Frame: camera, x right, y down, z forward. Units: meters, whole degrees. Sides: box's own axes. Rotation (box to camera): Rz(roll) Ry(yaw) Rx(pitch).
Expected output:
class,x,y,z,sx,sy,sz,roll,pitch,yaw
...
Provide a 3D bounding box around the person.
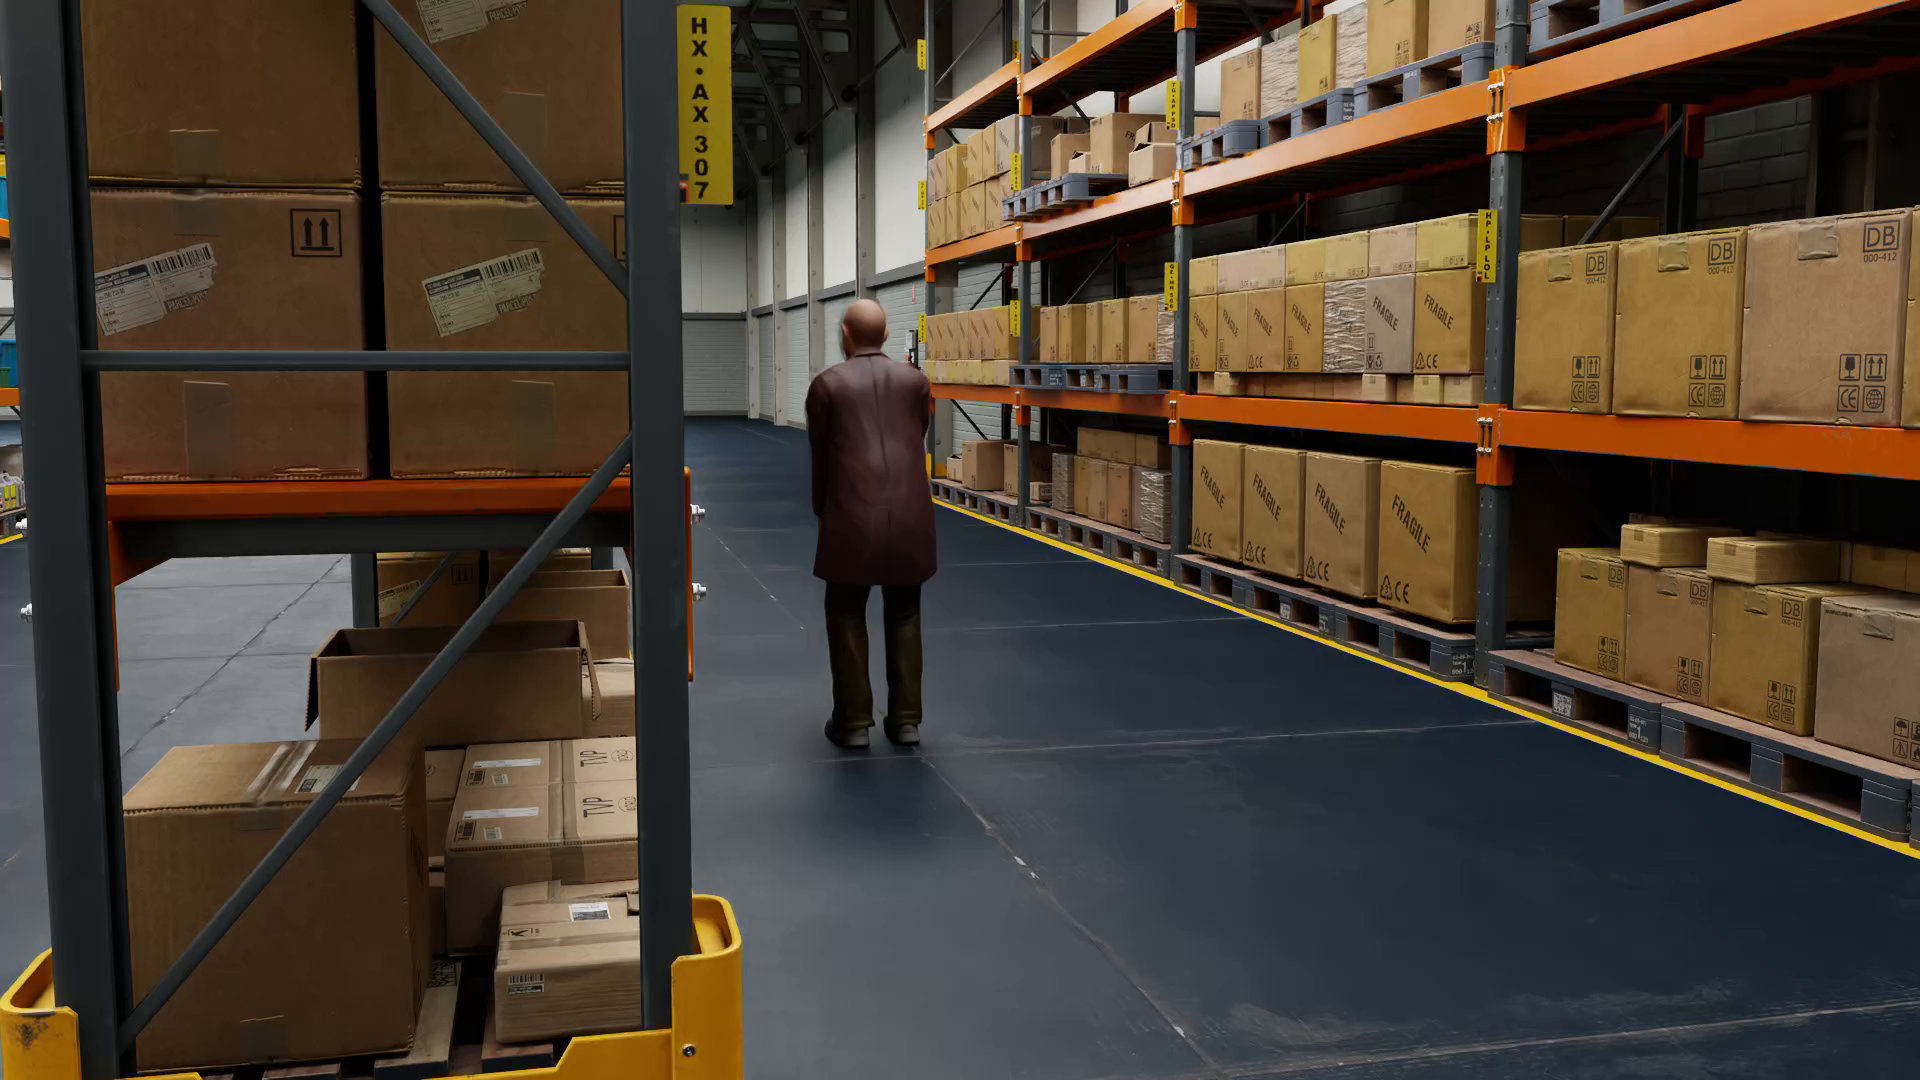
class,x,y,z,sx,sy,sz,roll,pitch,yaw
person,-0.363,-0.075,6.668,0.525,1.770,0.584,-2,6,-18
